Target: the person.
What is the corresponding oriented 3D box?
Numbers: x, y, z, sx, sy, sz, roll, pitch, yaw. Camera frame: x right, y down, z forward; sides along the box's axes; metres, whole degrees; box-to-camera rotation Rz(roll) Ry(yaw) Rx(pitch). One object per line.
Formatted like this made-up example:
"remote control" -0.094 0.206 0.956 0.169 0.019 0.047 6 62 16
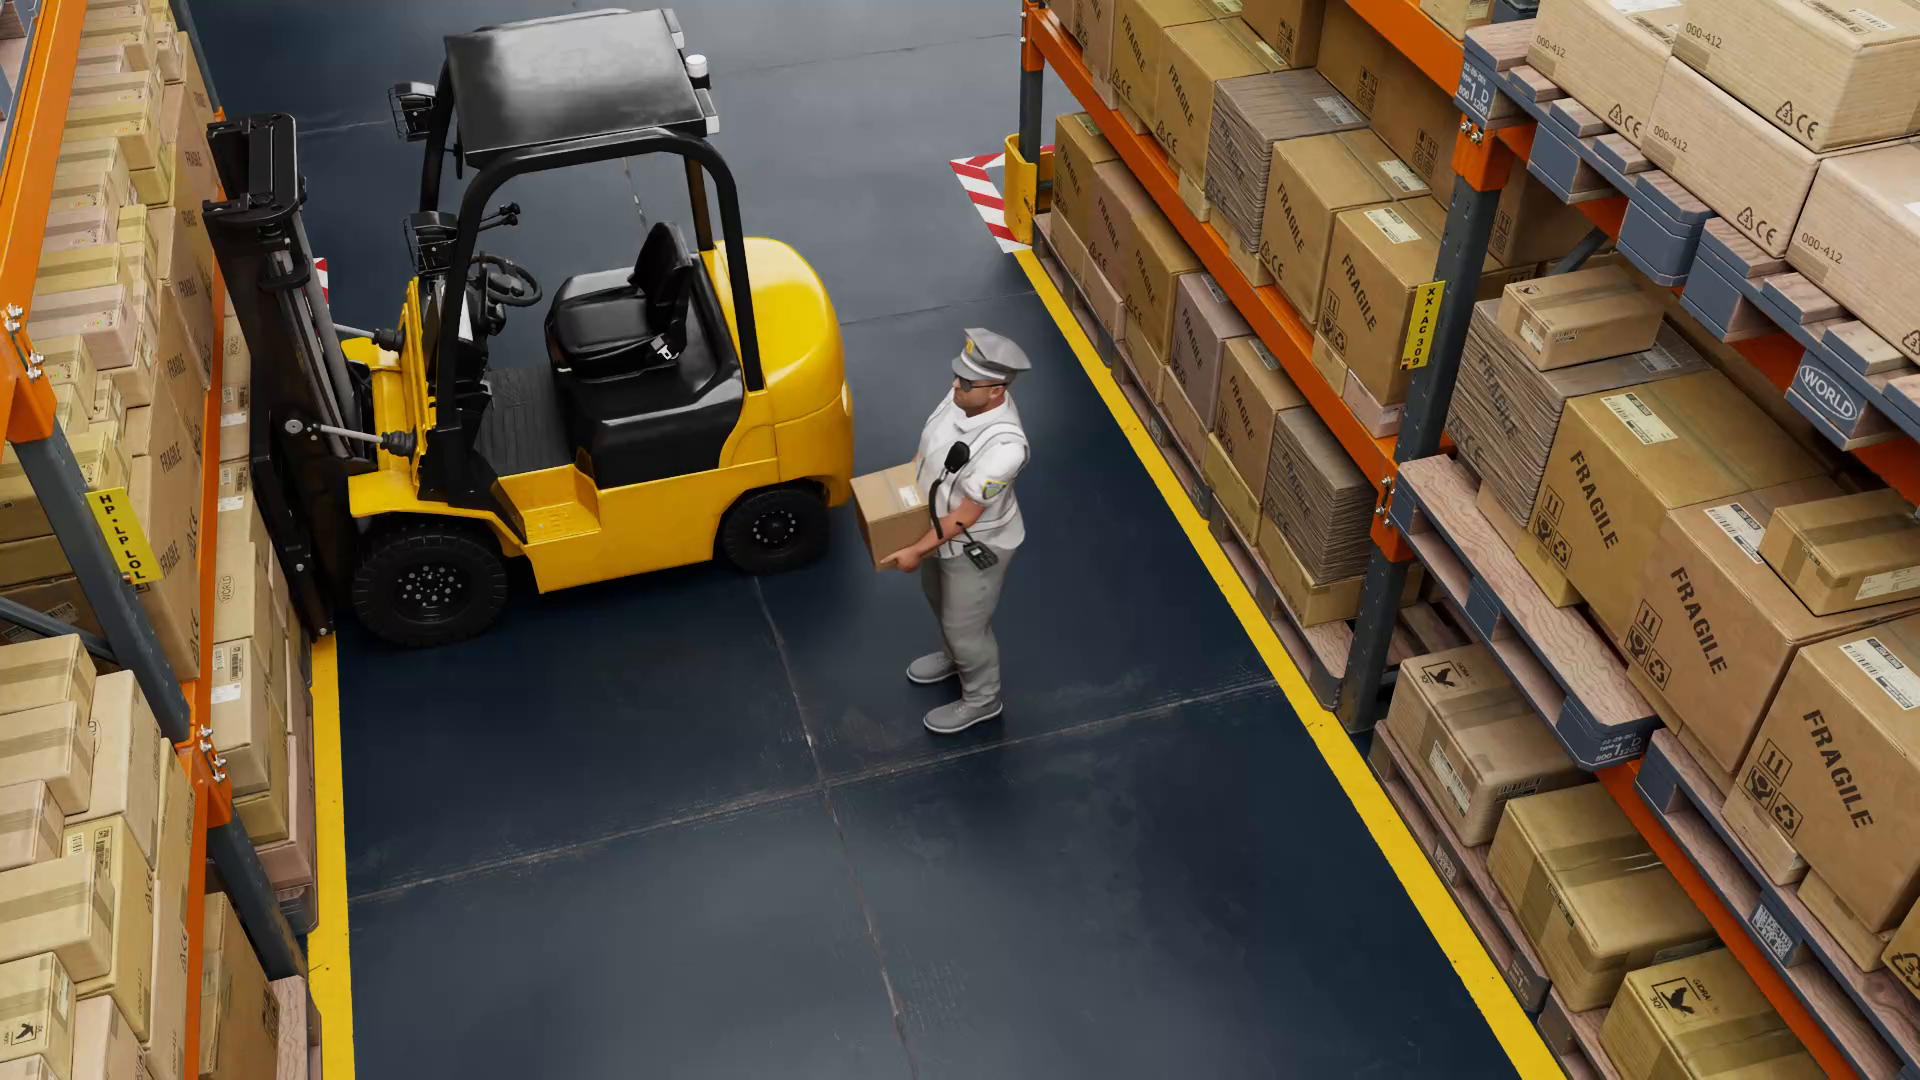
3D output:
"person" -0.013 -0.048 6.178 0.537 1.787 0.556 -12 43 -13
